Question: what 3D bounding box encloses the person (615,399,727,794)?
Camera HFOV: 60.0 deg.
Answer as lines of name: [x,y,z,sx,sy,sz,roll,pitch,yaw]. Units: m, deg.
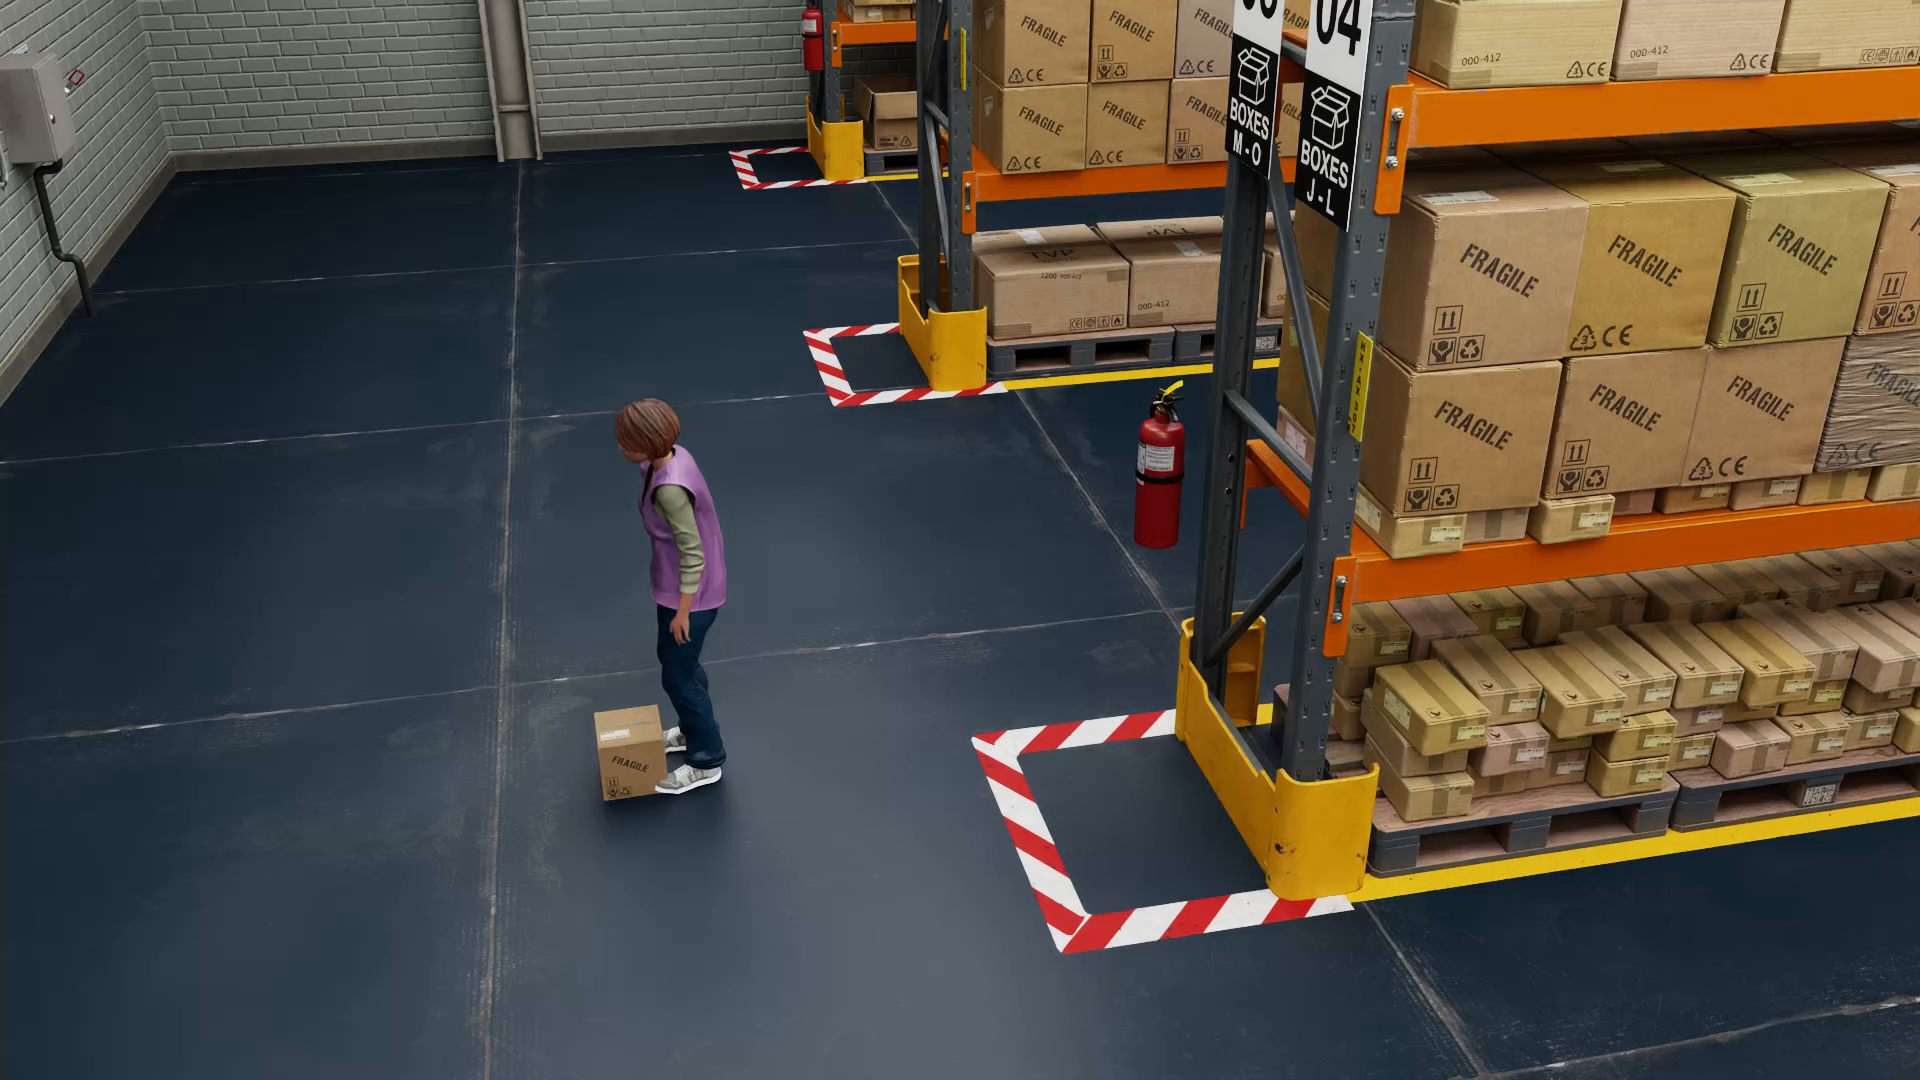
person: [-1.054,0.201,6.237,0.348,1.592,0.469,-7,28,-14]
